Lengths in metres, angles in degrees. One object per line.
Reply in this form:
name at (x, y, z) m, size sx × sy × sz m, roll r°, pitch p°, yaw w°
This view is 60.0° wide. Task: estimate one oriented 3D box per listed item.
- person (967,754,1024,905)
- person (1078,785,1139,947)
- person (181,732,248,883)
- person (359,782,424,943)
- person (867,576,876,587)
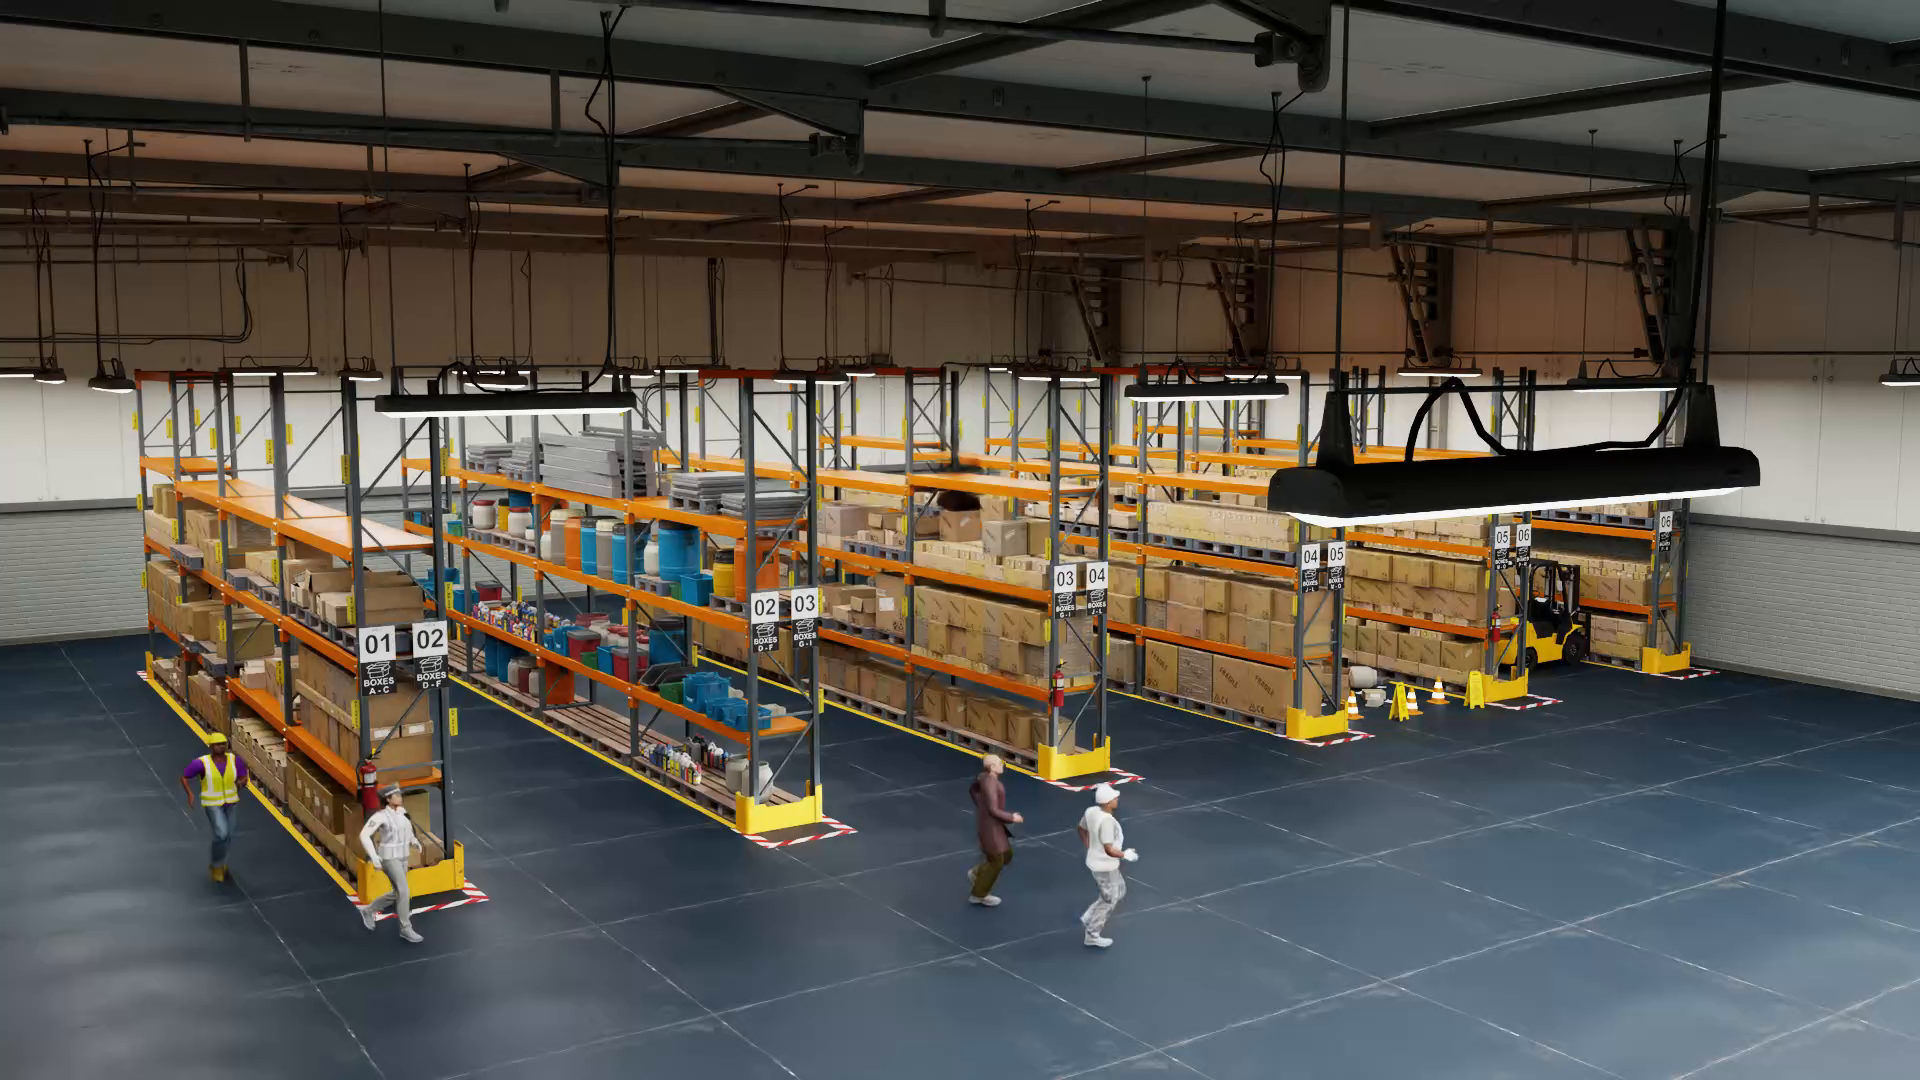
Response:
person at (0.401, 3.311, 19.118) m, size 0.639 × 1.741 × 0.742 m, roll -1°, pitch 6°, yaw -6°
person at (1.589, 3.462, 17.701) m, size 0.571 × 1.741 × 0.682 m, roll -1°, pitch 7°, yaw -9°
person at (-8.898, 3.206, 20.009) m, size 0.728 × 1.801 × 0.670 m, roll 6°, pitch 9°, yaw 41°
person at (-6.139, 3.475, 18.073) m, size 0.792 × 1.684 × 0.649 m, roll 2°, pitch 7°, yaw 16°
person at (-2.230, 0.618, 42.819) m, size 0.849 × 1.806 × 0.670 m, roll -5°, pitch 8°, yaw -38°
